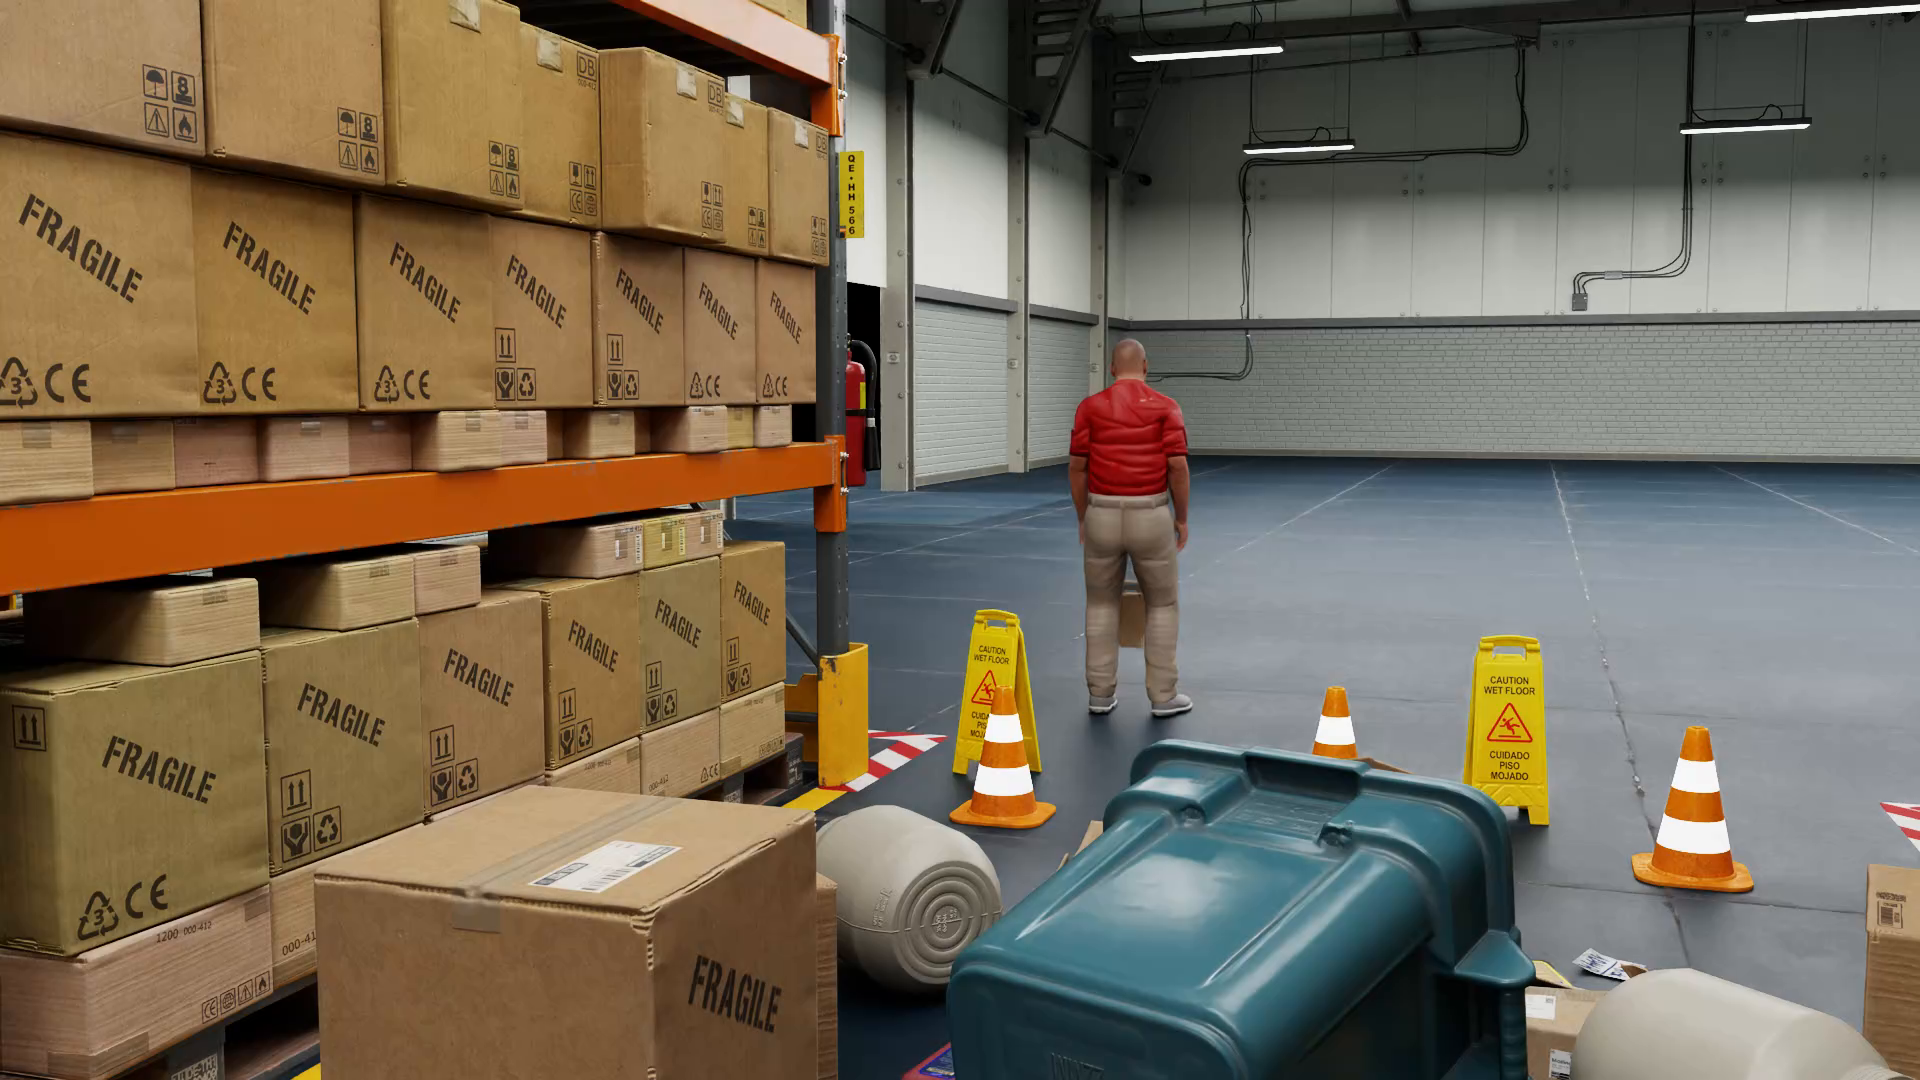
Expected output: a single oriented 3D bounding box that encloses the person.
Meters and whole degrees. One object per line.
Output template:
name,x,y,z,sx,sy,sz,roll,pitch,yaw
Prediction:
person,0.789,-0.059,7.710,0.566,1.729,0.391,2,5,17
